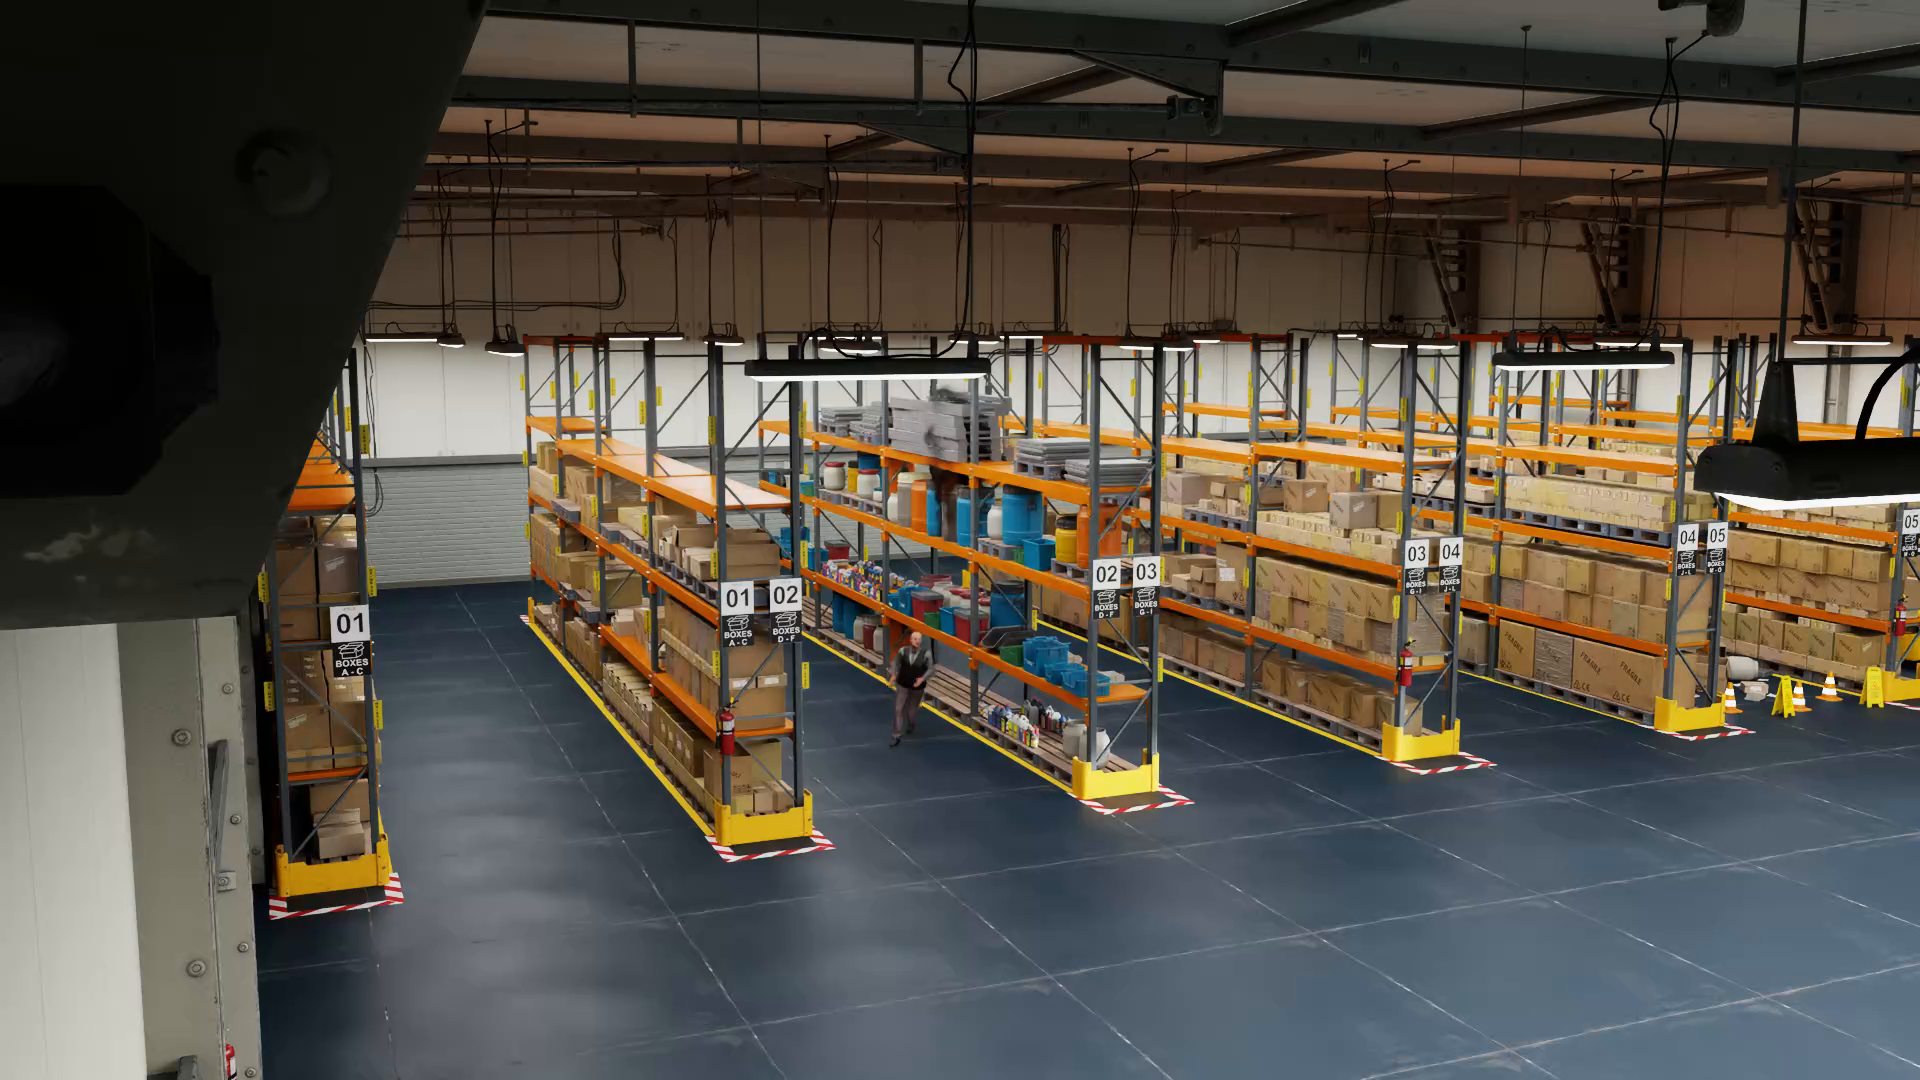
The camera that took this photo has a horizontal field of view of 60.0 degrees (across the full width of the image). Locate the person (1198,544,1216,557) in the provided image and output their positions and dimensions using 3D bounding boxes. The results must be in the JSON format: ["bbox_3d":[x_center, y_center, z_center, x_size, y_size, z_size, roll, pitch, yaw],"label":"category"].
[{"bbox_3d":[6.278,-0.075,42.115,0.758,1.628,0.588,-4,8,-26],"label":"person"}]

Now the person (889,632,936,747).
[{"bbox_3d":[-0.709,2.191,24.830,0.692,1.675,0.905,1,8,8],"label":"person"}]
